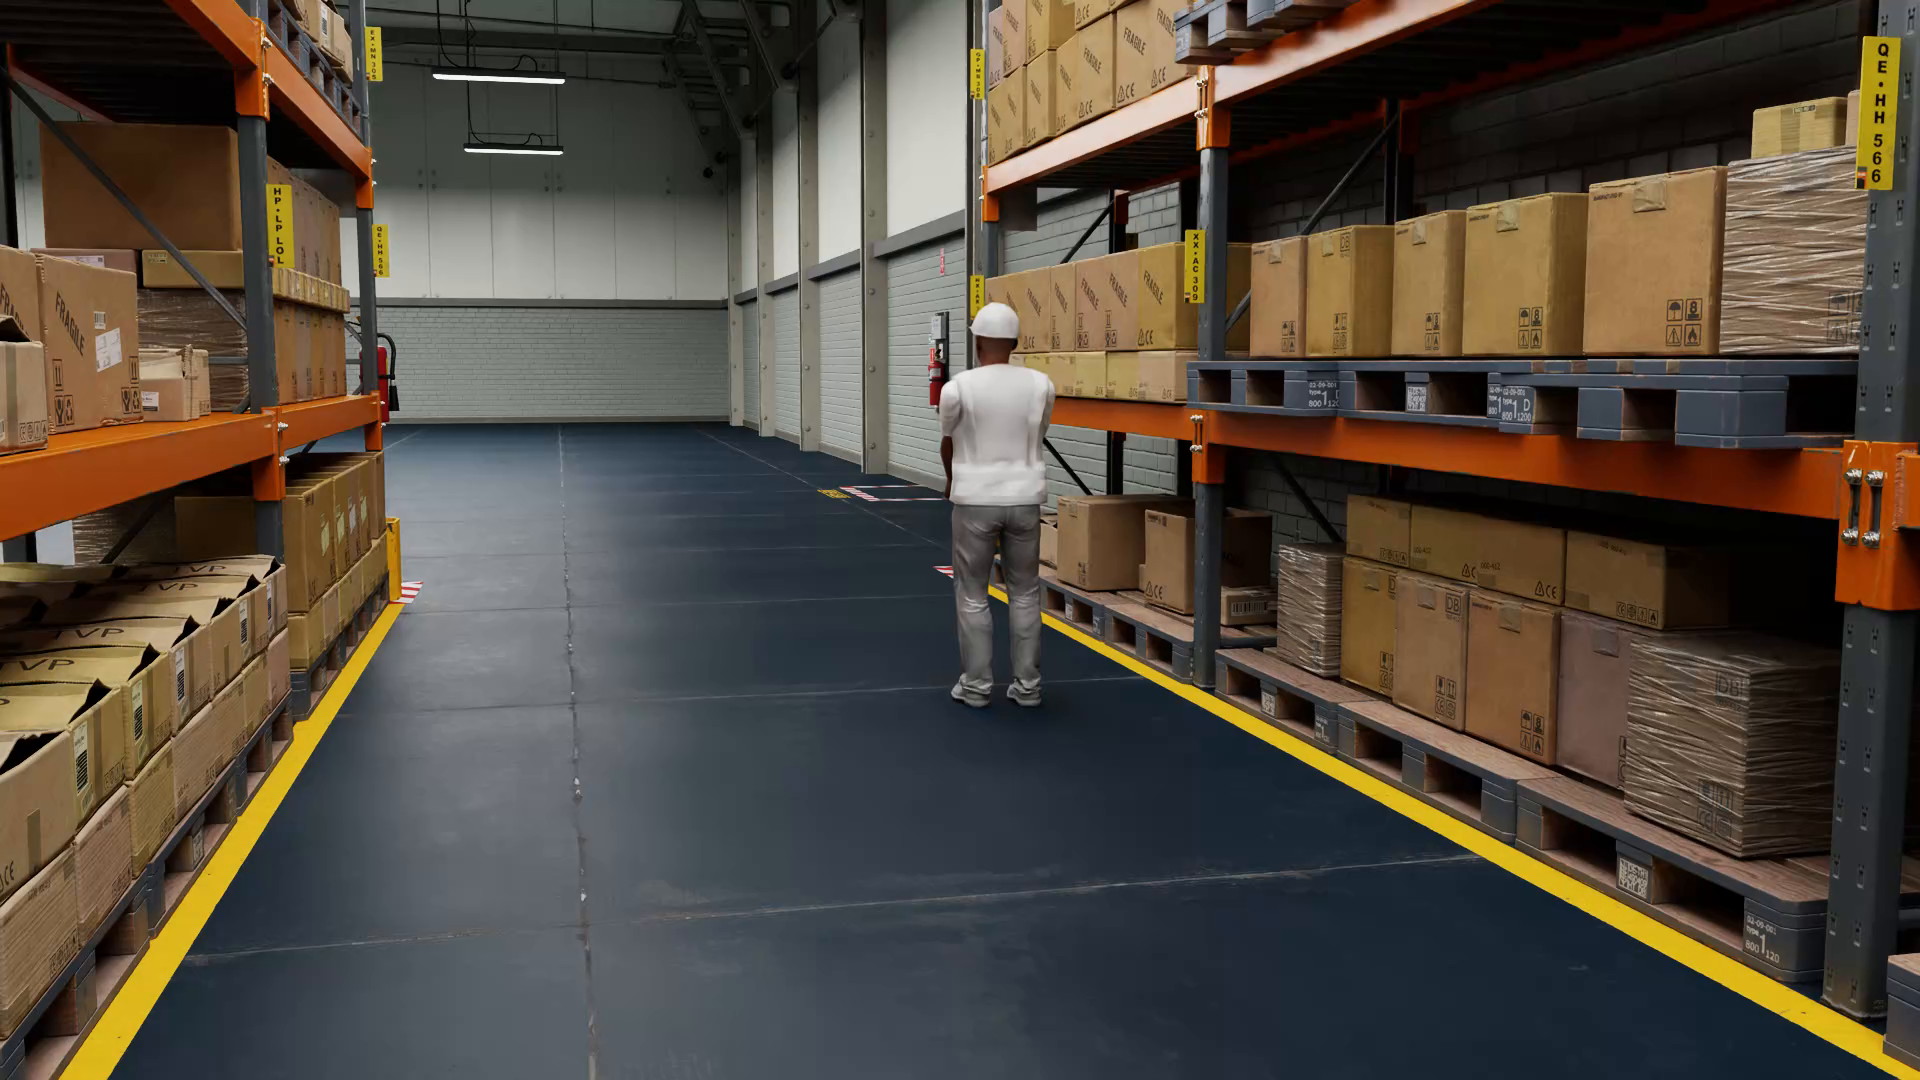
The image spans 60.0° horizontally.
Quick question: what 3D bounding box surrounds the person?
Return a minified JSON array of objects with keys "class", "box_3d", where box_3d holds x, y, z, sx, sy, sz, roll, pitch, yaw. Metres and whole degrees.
[{"class":"person","box_3d":[0.131,-0.157,7.346,0.504,1.760,0.585,-1,6,-13]}]
